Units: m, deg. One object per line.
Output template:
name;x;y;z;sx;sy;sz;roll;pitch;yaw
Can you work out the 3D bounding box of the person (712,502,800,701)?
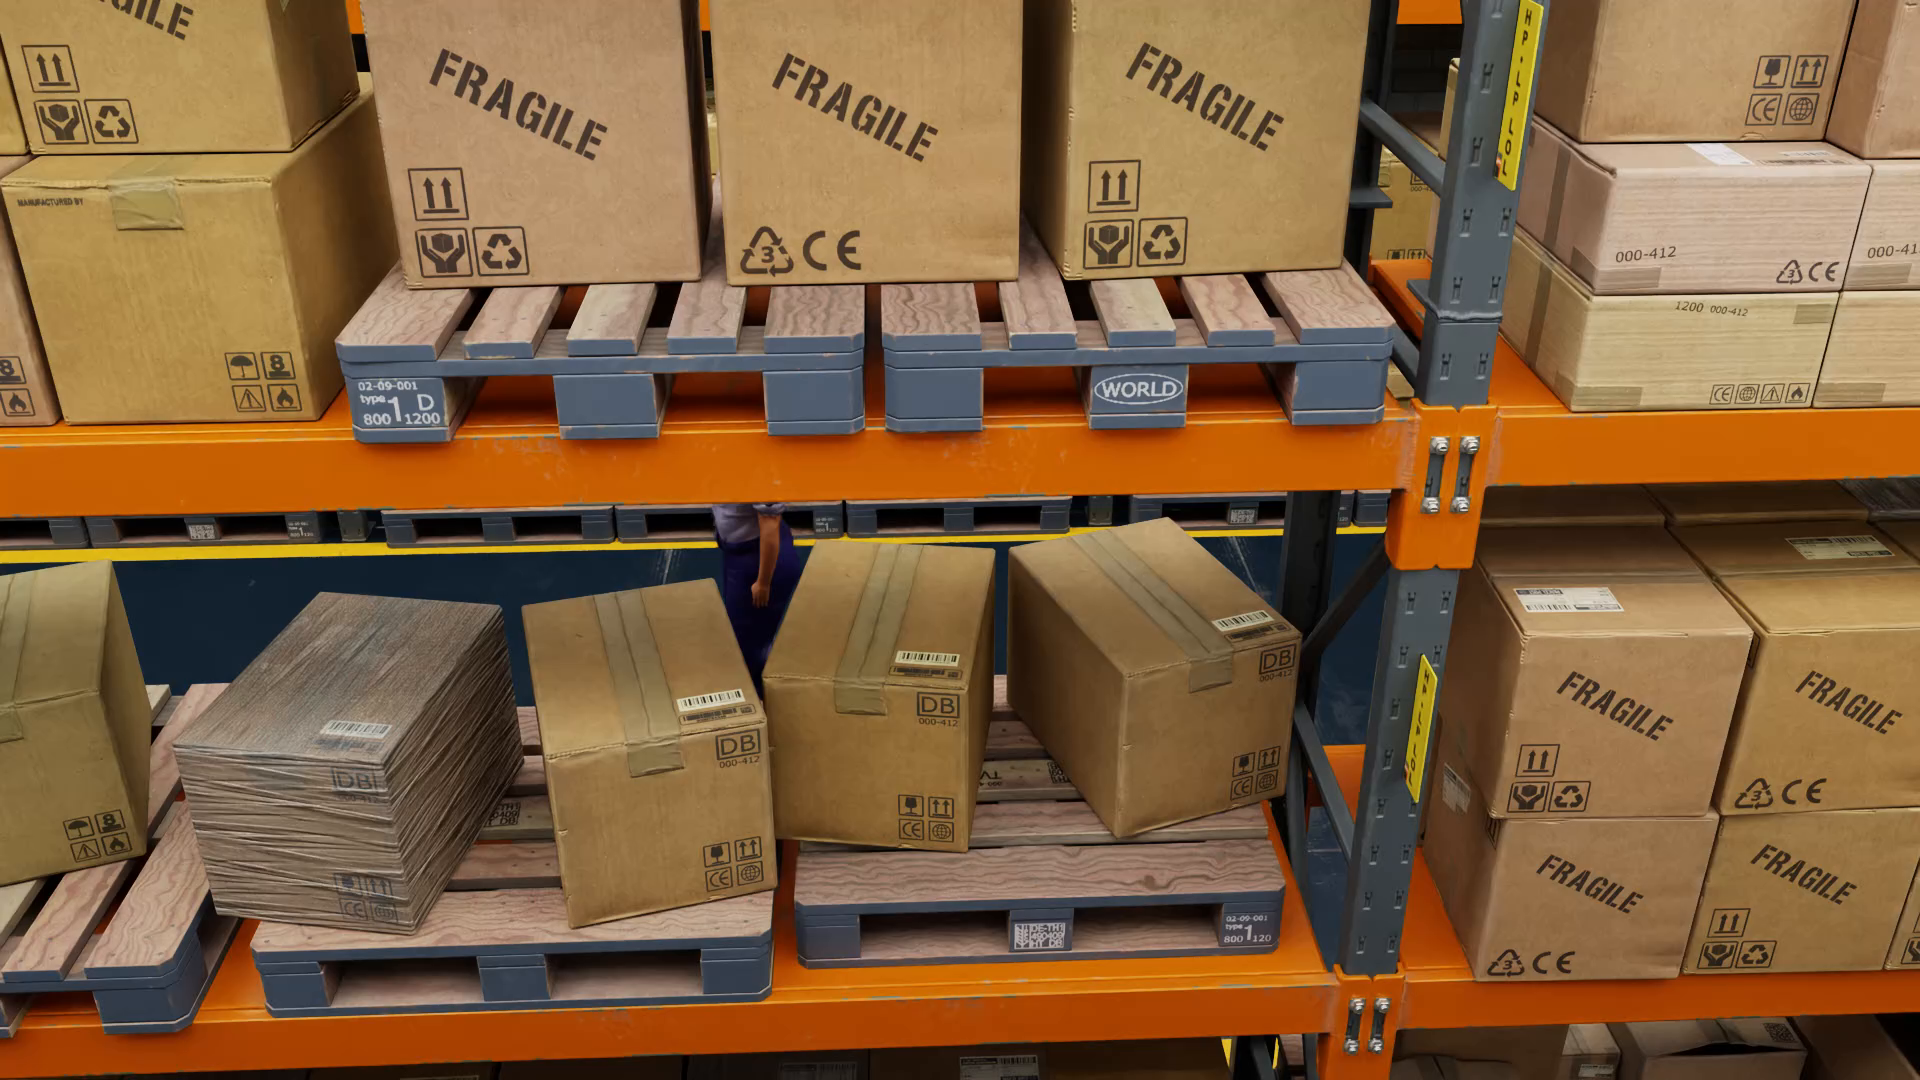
person;-0.842;0.081;6.962;0.584;1.637;0.491;-6;28;-11
